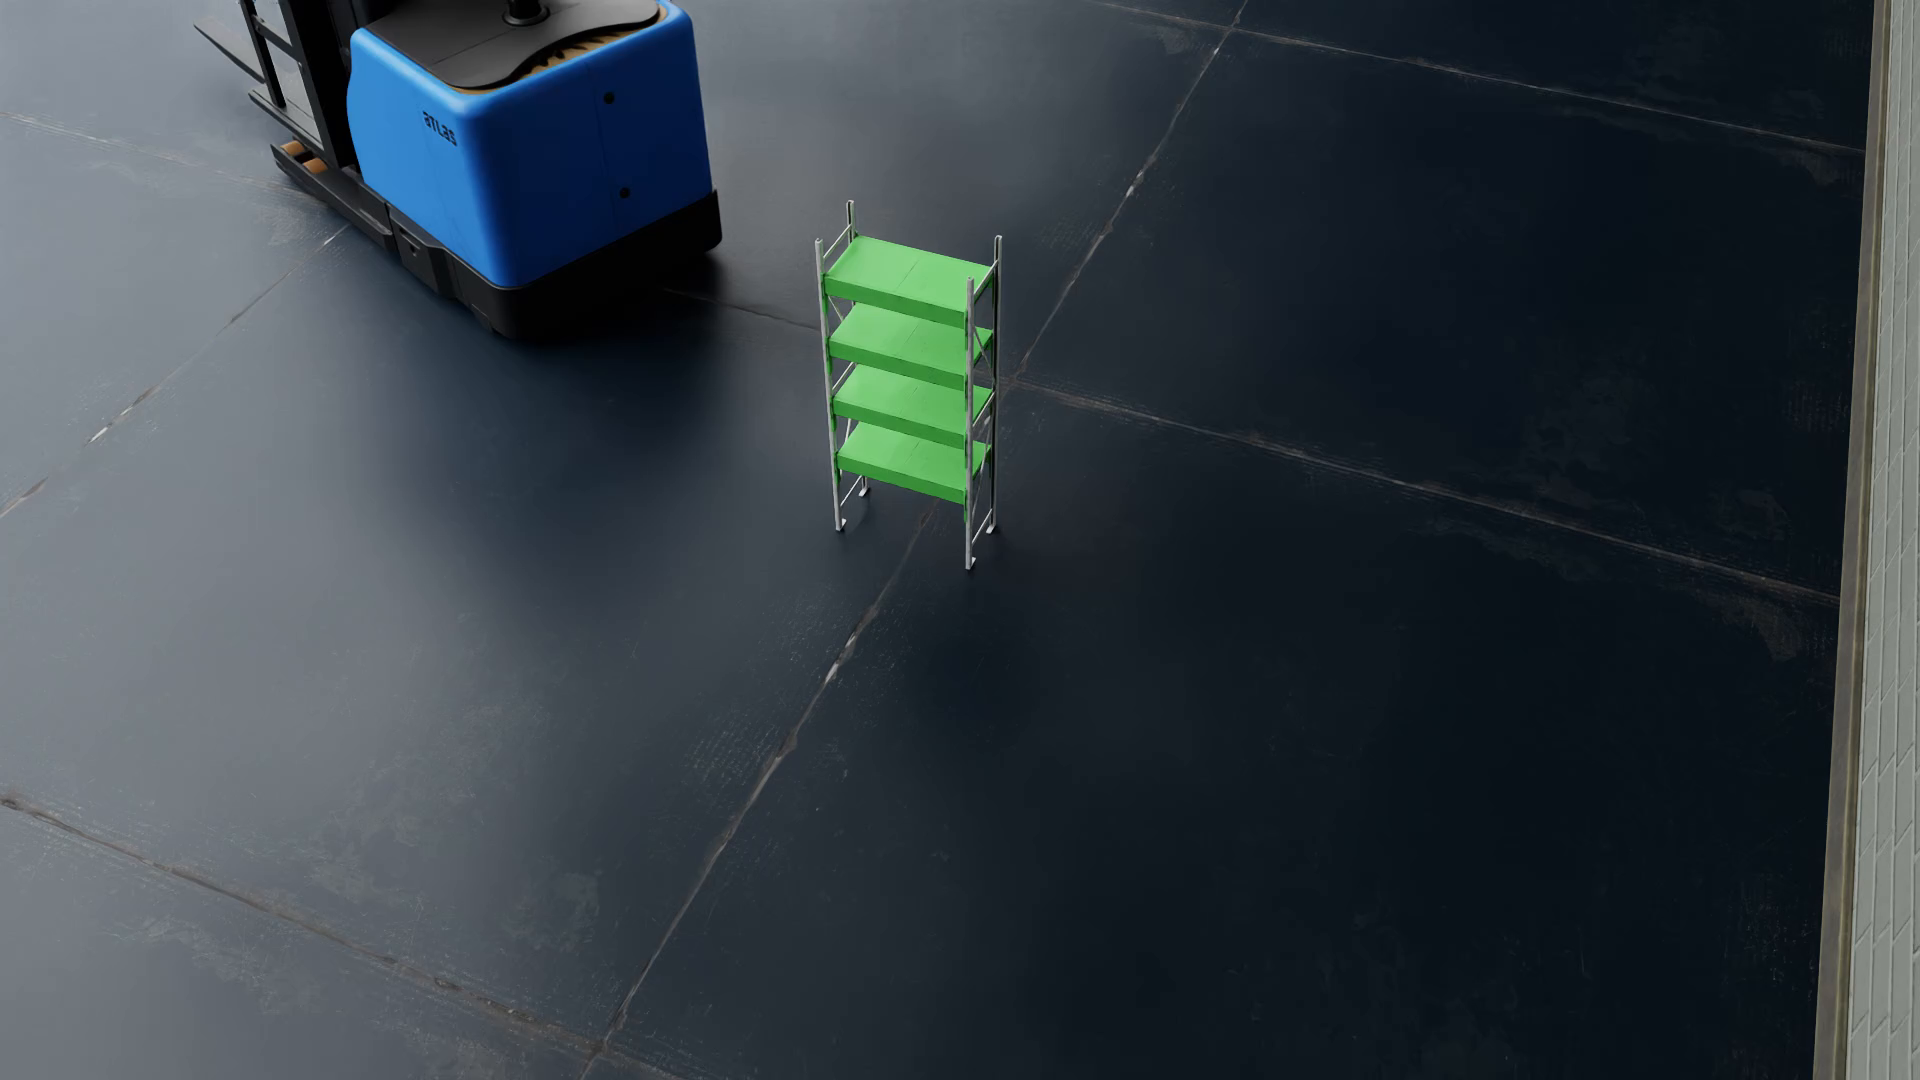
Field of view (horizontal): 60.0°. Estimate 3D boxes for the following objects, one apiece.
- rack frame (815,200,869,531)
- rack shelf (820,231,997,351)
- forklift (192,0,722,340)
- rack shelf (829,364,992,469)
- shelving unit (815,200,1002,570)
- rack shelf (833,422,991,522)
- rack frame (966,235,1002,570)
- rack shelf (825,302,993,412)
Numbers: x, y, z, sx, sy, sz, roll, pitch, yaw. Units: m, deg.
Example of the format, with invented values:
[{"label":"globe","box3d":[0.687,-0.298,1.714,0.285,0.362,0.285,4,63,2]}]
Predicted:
[{"label":"rack frame","box3d":[-0.378,-0.537,5.439,0.015,1.200,0.240,16,47,16]},{"label":"rack shelf","box3d":[-0.153,-0.765,5.079,0.480,0.148,0.258,16,47,16]},{"label":"forklift","box3d":[-2.371,-2.755,6.441,1.130,2.935,3.031,-34,54,-29]},{"label":"rack shelf","box3d":[-0.153,-0.425,5.417,0.480,0.148,0.258,16,47,16]},{"label":"shelving unit","box3d":[-0.153,-0.470,5.372,0.503,1.200,0.258,16,47,16]},{"label":"rack shelf","box3d":[-0.153,-0.255,5.586,0.480,0.148,0.258,16,47,16]},{"label":"rack frame","box3d":[0.072,-0.404,5.305,0.015,1.200,0.240,16,47,16]},{"label":"rack shelf","box3d":[-0.153,-0.595,5.248,0.480,0.148,0.258,16,47,16]}]
